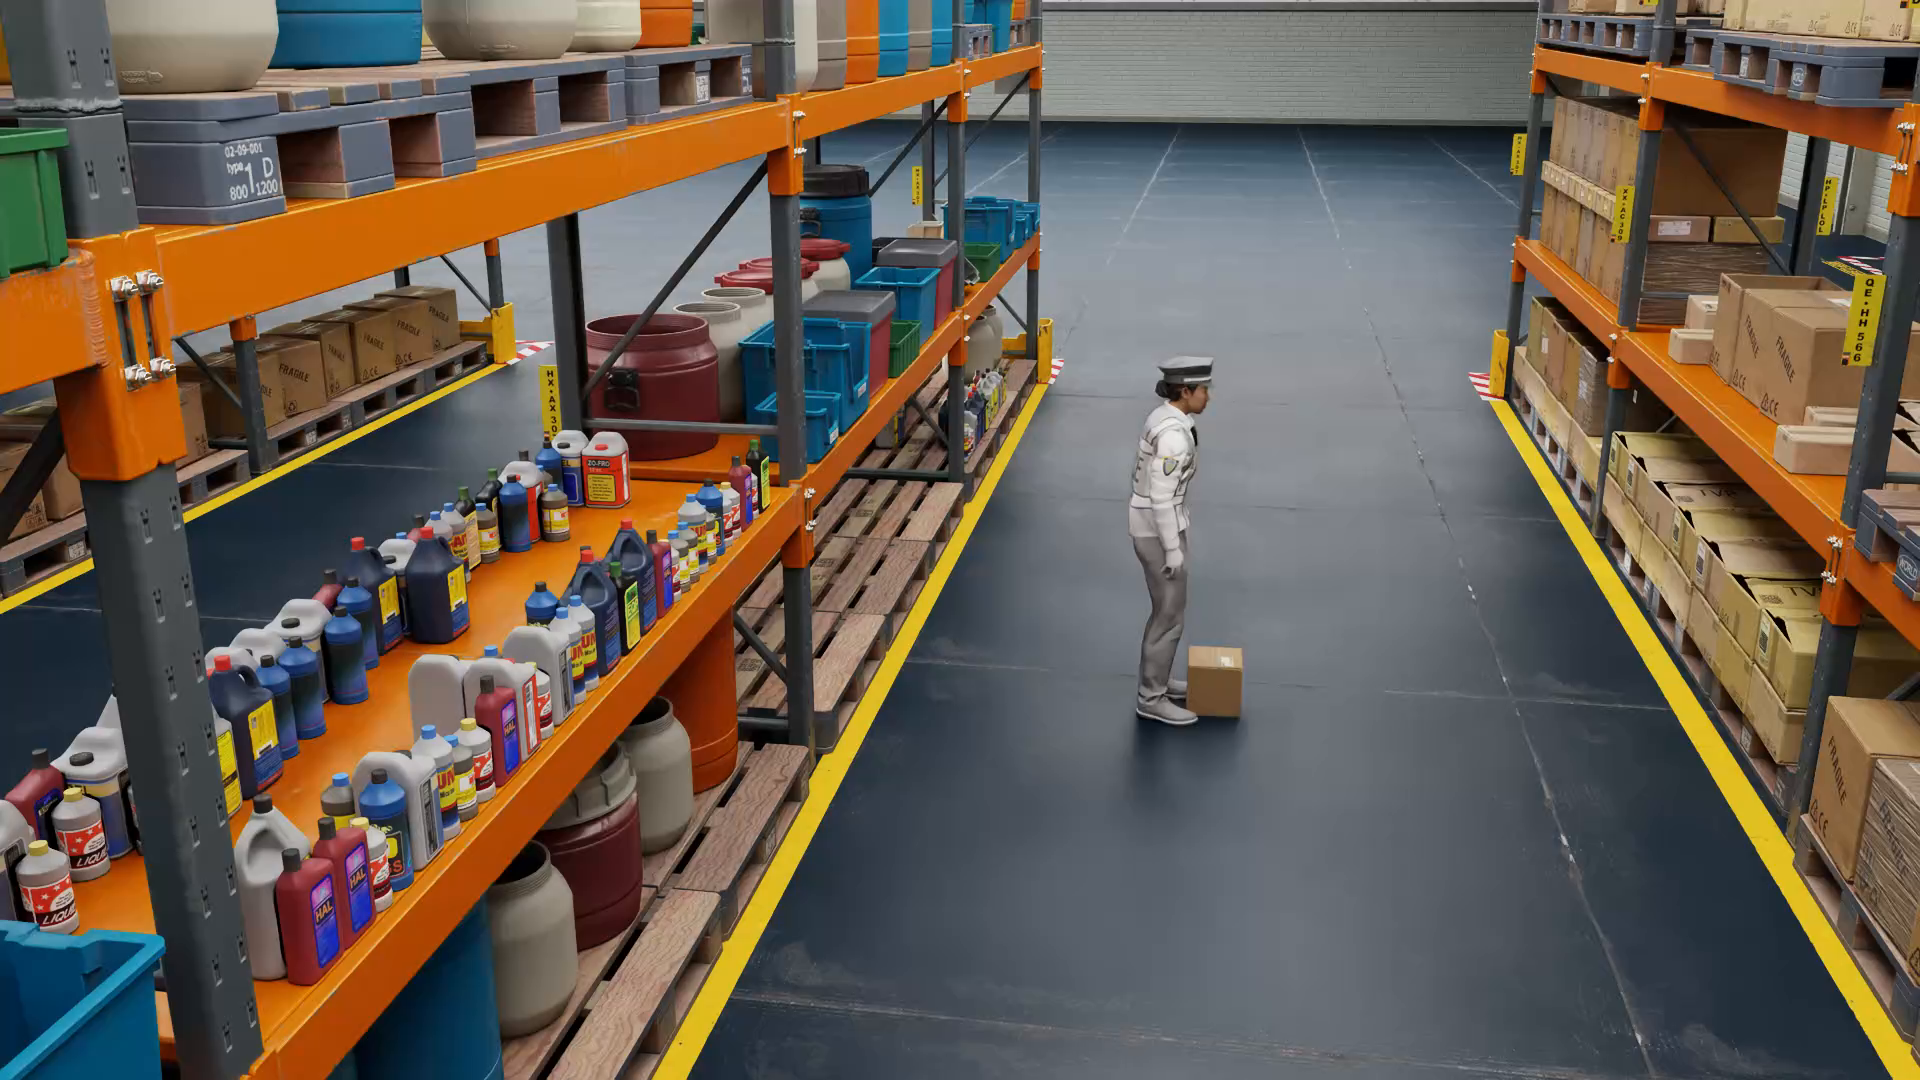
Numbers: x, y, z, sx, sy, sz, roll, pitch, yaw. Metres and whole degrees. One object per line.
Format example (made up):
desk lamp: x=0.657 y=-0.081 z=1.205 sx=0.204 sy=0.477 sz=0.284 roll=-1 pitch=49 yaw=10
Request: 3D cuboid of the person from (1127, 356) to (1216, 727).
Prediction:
person: x=0.950 y=-0.017 z=7.604 sx=0.375 sy=1.662 sz=0.528 roll=2 pitch=18 yaw=6
